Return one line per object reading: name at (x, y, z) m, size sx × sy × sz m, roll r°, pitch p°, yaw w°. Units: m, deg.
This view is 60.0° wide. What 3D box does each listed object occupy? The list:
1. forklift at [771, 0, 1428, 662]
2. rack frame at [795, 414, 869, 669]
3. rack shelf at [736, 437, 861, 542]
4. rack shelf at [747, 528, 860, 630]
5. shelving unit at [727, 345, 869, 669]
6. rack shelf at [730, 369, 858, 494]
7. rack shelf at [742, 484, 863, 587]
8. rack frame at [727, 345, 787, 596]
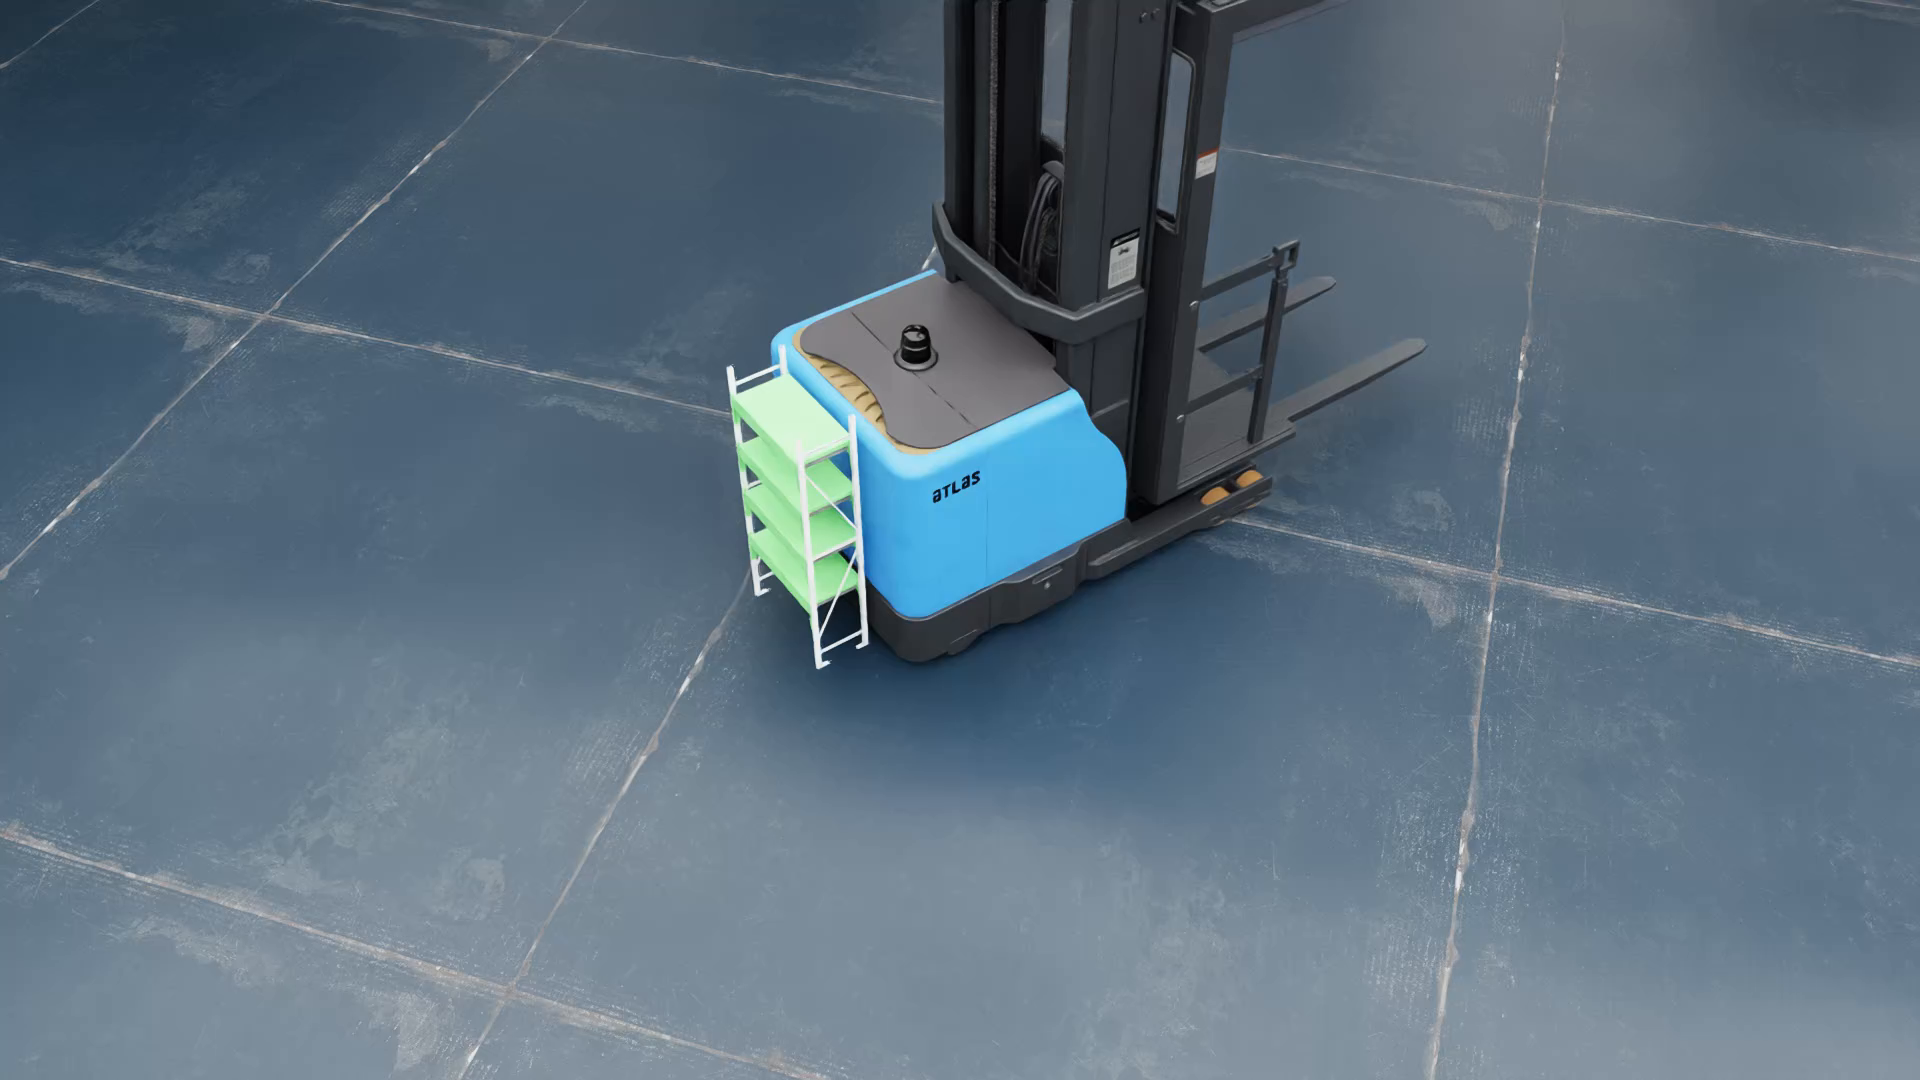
forklift at (0.752, -1.390, 6.474) m, size 3.031 × 2.935 × 1.130 m, roll -26°, pitch 50°, yaw -24°
rack frame at (-0.472, 0.035, 6.255) m, size 0.240 × 1.200 × 0.015 m, roll -26°, pitch 50°, yaw -24°
rack shelf at (-0.612, -0.231, 6.275) m, size 0.258 × 0.148 × 0.480 m, roll -26°, pitch 50°, yaw -24°
rack shelf at (-0.611, 0.112, 6.611) m, size 0.258 × 0.148 × 0.480 m, roll -26°, pitch 50°, yaw -24°
shelving unit at (-0.611, -0.105, 6.398) m, size 0.258 × 1.200 × 0.503 m, roll -26°, pitch 50°, yaw -24°
rack shelf at (-0.612, -0.402, 6.107) m, size 0.258 × 0.148 × 0.480 m, roll -26°, pitch 50°, yaw -24°
rack shelf at (-0.611, -0.060, 6.443) m, size 0.258 × 0.148 × 0.480 m, roll -26°, pitch 50°, yaw -24°
rack frame at (-0.750, -0.245, 6.542) m, size 0.240 × 1.200 × 0.015 m, roll -26°, pitch 50°, yaw -24°
